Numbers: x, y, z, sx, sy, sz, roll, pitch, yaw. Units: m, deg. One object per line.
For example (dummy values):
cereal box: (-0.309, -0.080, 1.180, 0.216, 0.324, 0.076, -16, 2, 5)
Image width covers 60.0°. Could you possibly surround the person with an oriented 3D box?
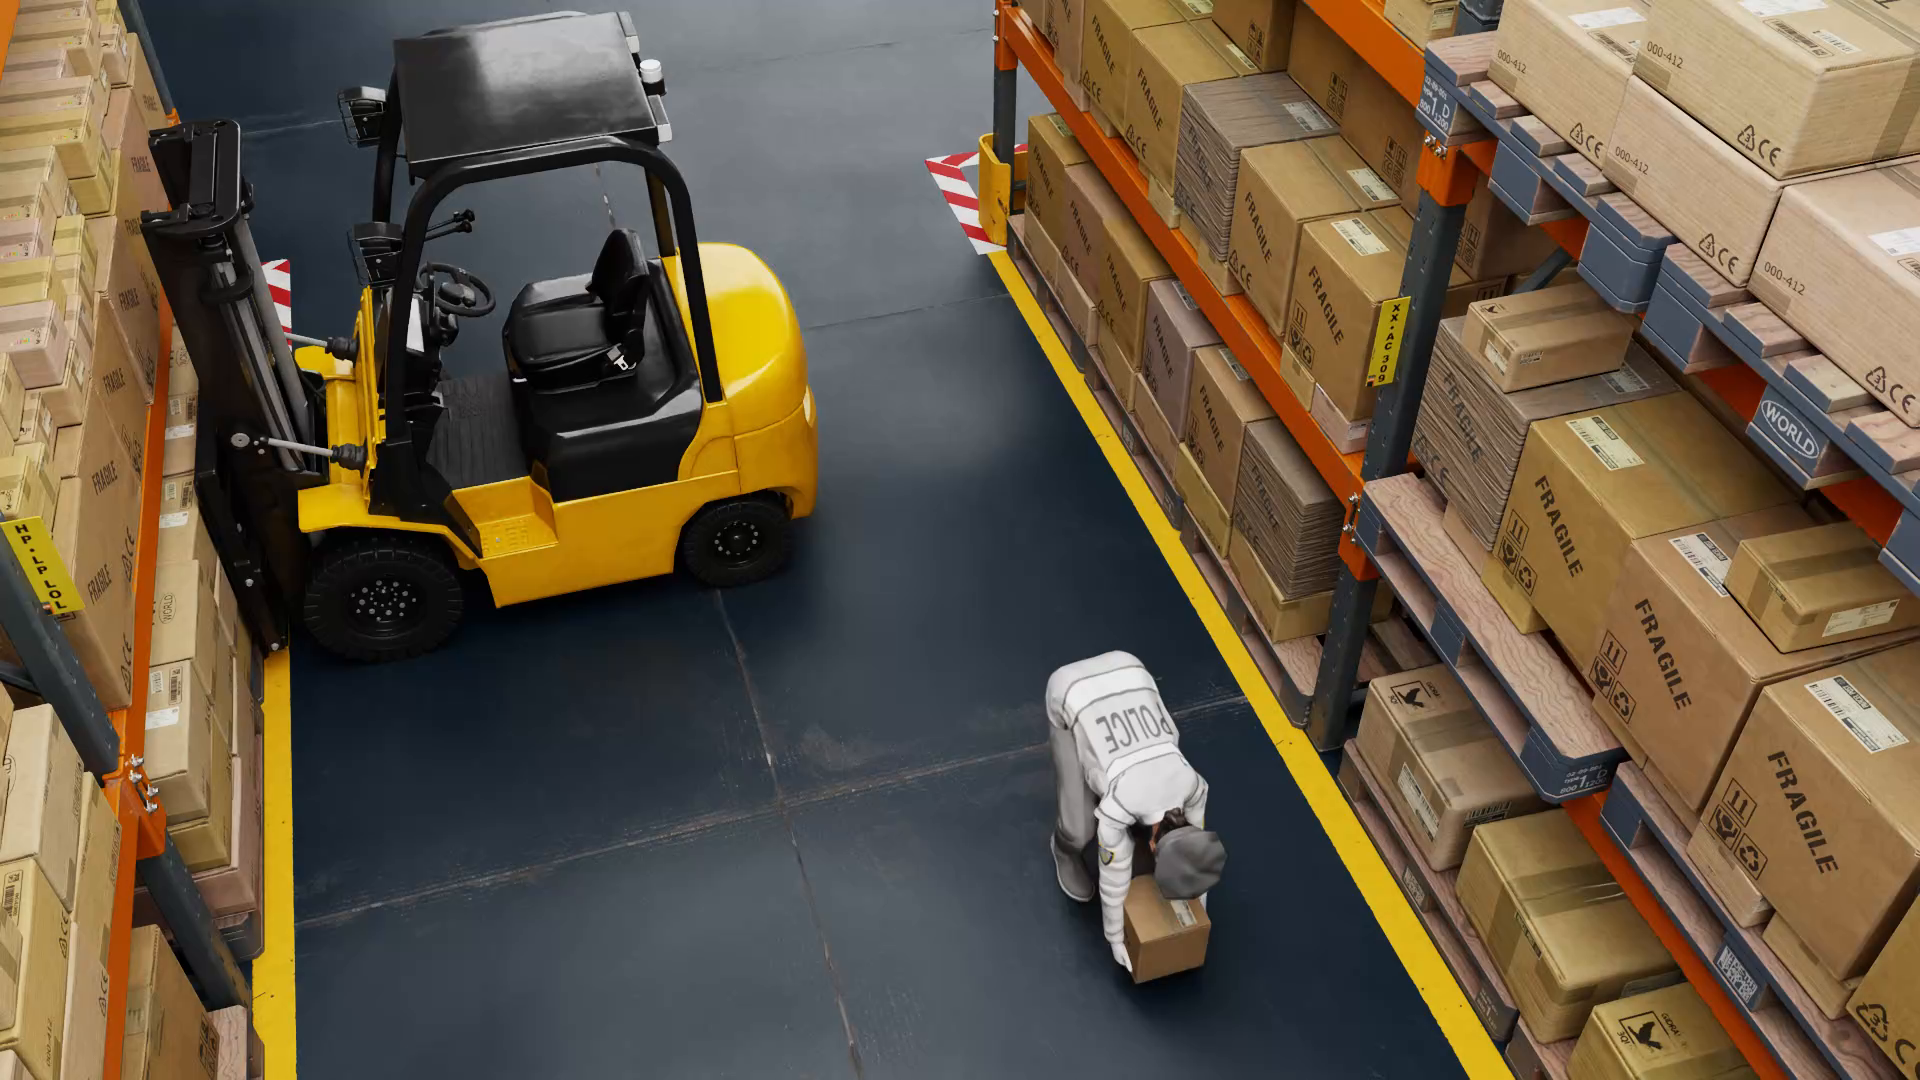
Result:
person: (0.583, 0.948, 5.648, 0.448, 0.960, 0.896, -15, 44, -15)
